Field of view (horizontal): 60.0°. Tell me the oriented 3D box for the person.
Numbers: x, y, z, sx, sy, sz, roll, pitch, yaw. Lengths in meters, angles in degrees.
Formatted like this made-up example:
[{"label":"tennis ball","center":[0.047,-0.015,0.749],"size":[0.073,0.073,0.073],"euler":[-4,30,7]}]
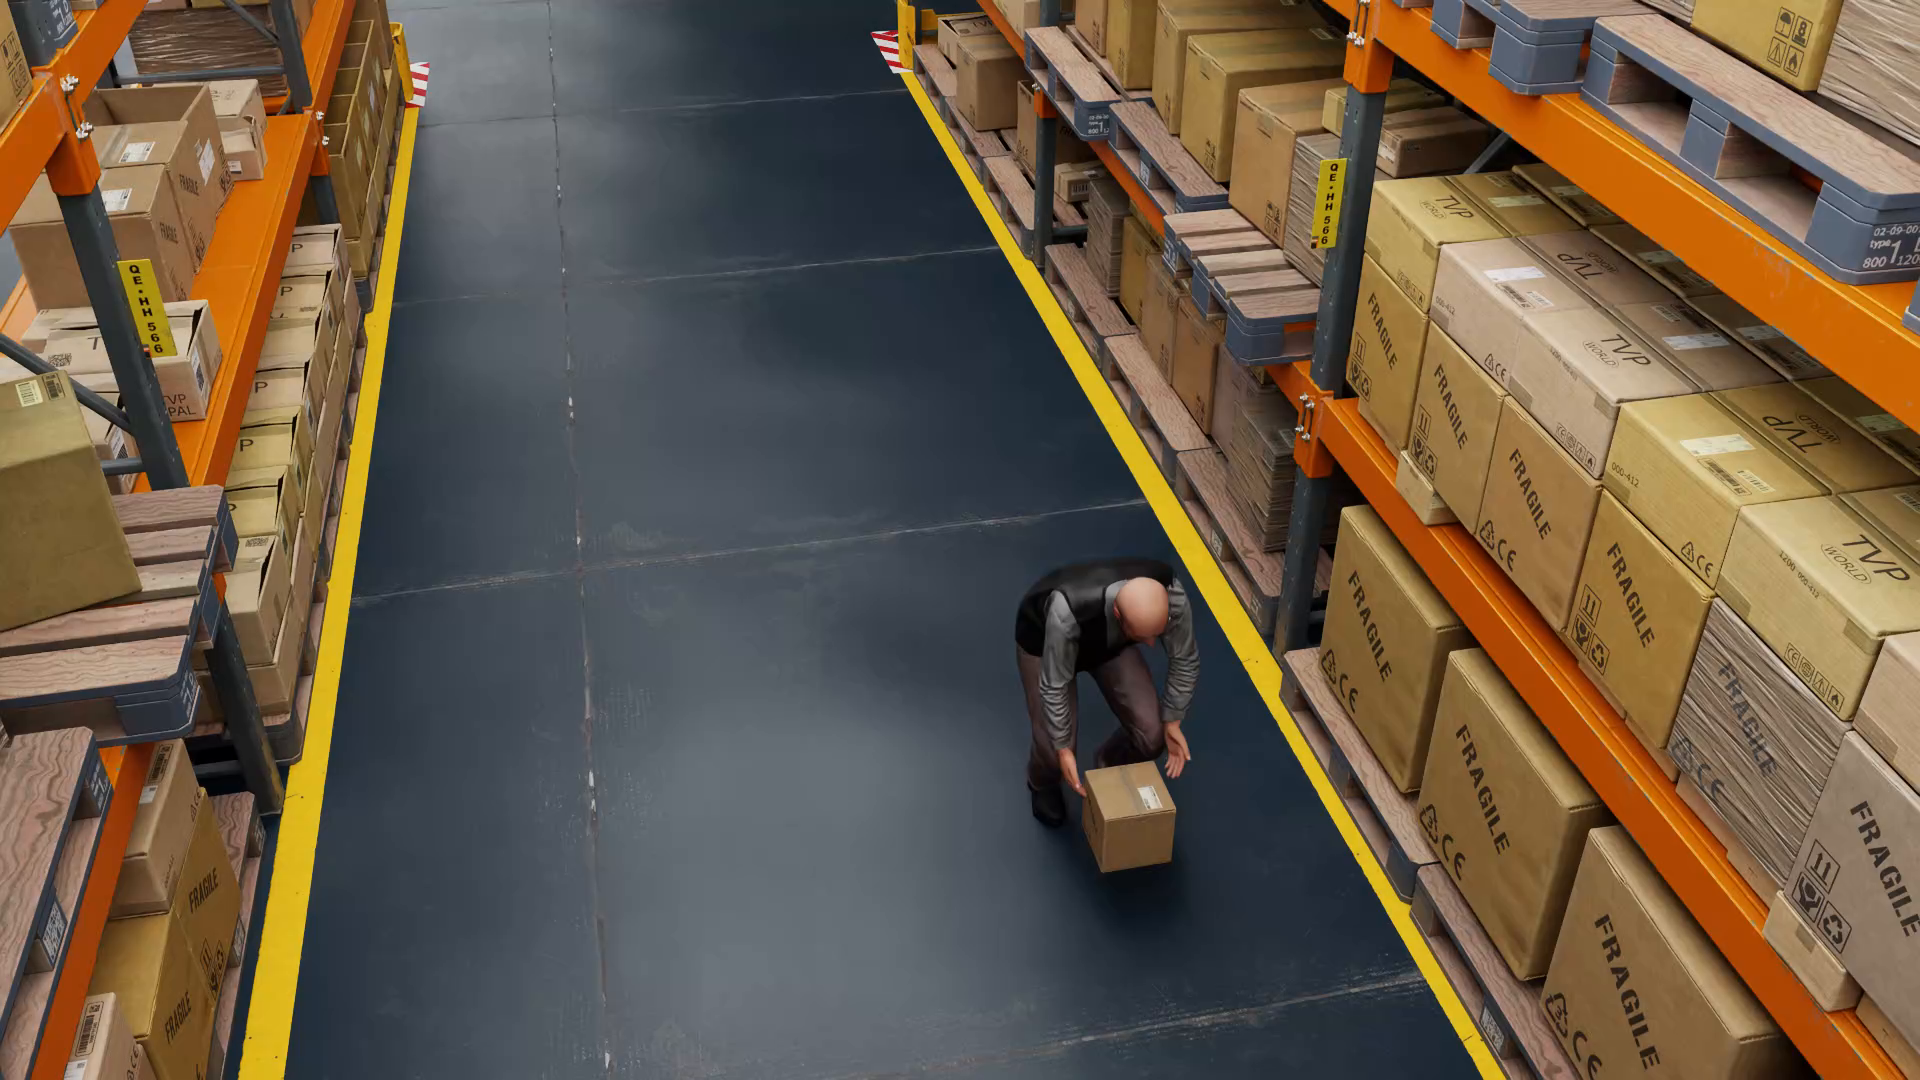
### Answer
[{"label":"person","center":[0.497,0.469,5.951],"size":[0.583,1.073,0.664],"euler":[-8,35,-11]}]
